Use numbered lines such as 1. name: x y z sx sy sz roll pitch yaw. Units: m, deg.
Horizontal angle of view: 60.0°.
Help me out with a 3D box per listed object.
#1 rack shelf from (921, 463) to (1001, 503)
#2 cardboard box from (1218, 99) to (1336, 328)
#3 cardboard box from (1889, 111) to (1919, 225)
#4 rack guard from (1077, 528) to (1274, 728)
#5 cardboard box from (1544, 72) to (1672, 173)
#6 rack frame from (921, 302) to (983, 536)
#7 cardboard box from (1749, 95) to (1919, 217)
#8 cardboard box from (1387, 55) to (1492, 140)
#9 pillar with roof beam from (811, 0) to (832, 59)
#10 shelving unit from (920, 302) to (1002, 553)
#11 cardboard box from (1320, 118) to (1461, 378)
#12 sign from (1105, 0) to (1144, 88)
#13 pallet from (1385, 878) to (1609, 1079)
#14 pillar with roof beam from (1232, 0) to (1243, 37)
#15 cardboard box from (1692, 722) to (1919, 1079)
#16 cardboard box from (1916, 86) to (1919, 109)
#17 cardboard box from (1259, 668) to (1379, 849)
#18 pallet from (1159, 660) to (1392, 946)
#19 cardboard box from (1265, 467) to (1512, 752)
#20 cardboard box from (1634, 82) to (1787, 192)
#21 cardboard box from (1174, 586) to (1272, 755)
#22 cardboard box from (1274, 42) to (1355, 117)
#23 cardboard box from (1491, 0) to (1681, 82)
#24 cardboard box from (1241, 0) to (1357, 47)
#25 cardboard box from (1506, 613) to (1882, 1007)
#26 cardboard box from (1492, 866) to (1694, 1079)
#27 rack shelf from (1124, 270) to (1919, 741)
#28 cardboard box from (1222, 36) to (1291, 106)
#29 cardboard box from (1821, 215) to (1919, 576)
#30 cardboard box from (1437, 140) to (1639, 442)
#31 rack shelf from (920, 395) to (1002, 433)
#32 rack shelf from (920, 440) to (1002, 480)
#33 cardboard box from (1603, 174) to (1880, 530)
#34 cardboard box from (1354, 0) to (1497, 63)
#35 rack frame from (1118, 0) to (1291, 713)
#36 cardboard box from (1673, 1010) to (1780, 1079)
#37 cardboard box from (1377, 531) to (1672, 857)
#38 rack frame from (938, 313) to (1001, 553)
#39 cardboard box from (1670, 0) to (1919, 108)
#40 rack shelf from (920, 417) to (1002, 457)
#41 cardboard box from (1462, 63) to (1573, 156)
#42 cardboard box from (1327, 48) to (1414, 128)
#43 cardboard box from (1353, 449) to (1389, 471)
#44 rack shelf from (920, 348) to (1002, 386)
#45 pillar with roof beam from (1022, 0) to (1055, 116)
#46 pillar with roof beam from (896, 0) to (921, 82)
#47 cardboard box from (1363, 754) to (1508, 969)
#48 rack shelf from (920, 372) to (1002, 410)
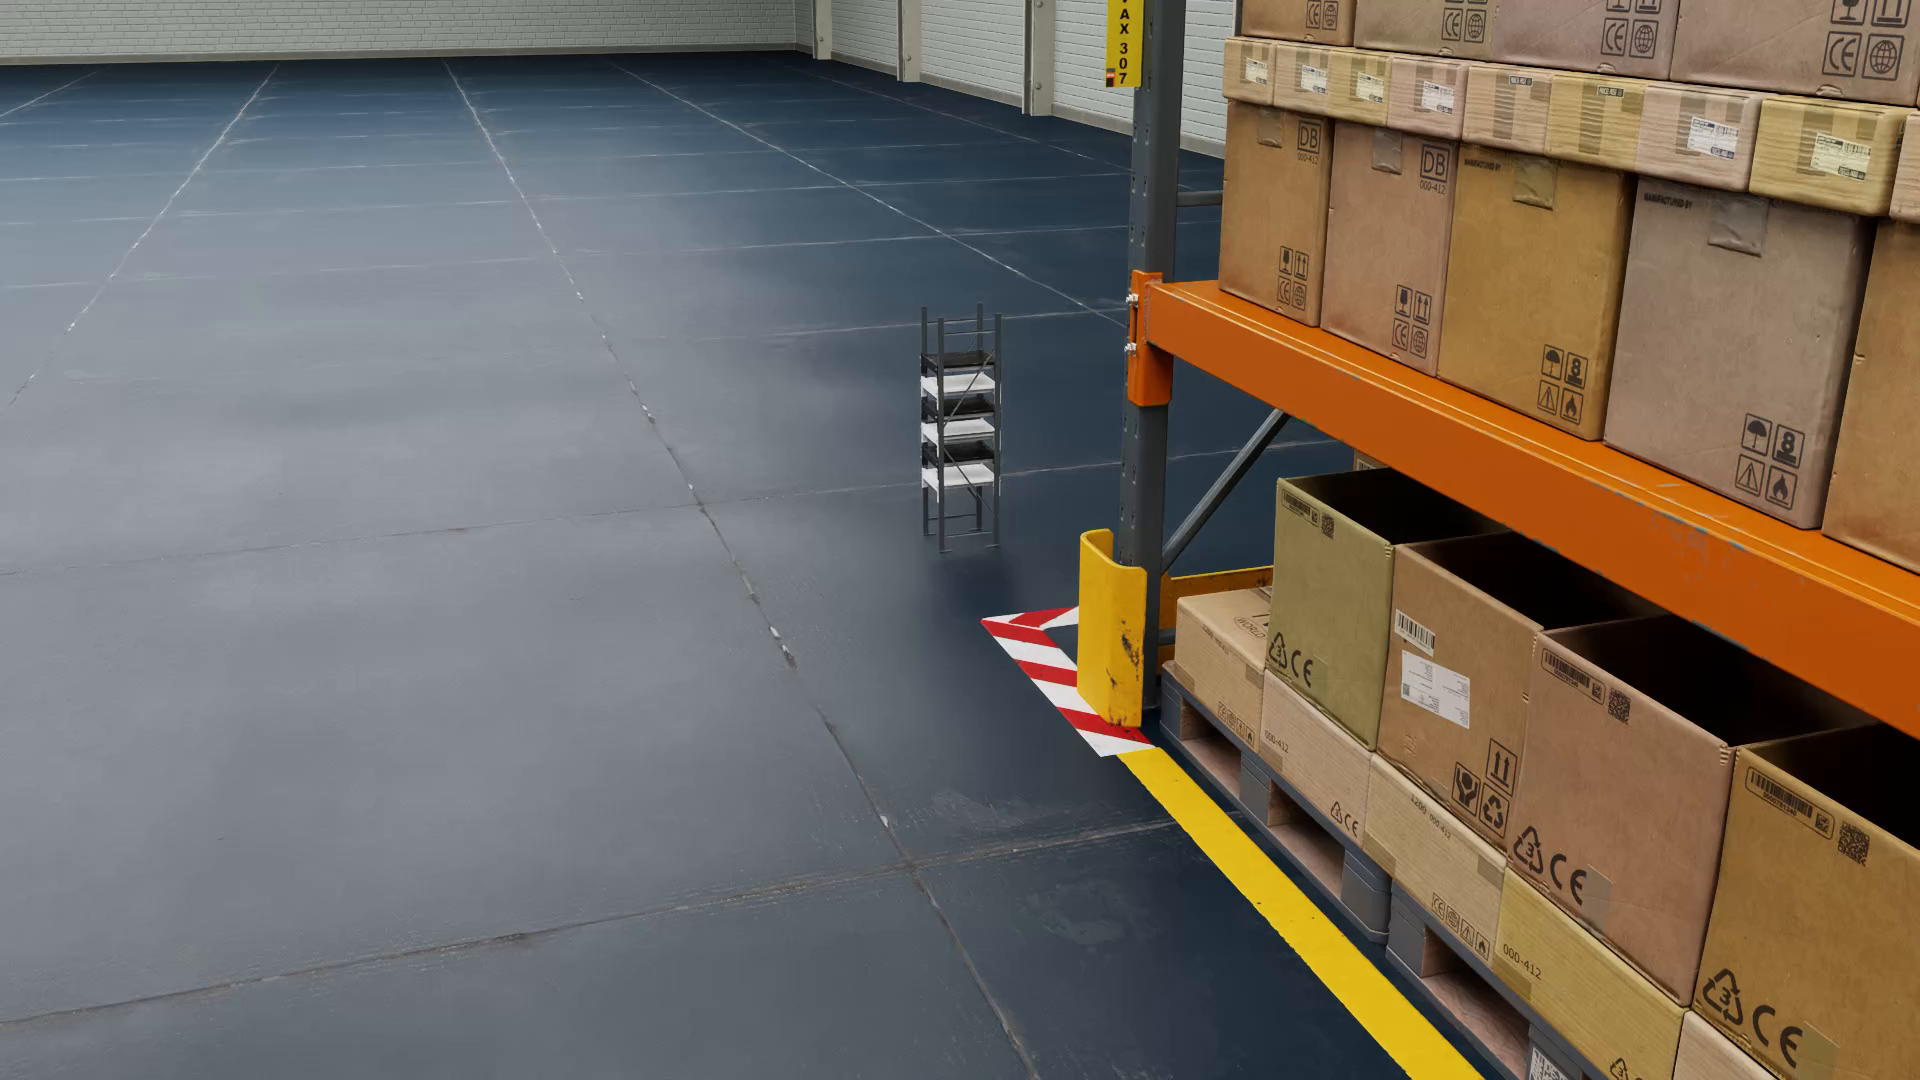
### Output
1. rack shelf: 0.003 -0.220 6.329 0.258 0.077 0.200 -6 21 -17
2. cardboard box: 1.094 -0.859 4.223 0.700 0.500 0.500 -6 21 -17
3. cardboard box: 1.530 -0.504 2.275 0.380 0.149 0.250 -6 21 -16
4. rack guard: 0.952 0.206 5.104 1.175 0.500 0.348 -6 21 -17
5. cardboard box: 1.285 -0.754 2.970 0.380 0.149 0.250 -7 21 -18
6. rack frame: -0.029 -0.454 6.348 0.240 0.900 0.006 -6 21 -17
7. cardboard box: 1.444 -0.589 2.511 0.380 0.149 0.250 -6 21 -15
8. cardboard box: 1.118 -0.921 3.435 0.380 0.149 0.250 -7 21 -18
9. pillar with roof beam: -6.814 -13.351 30.275 9.100 9.000 0.400 -6 21 -17
10. shelving unit: 0.003 -0.421 6.257 0.258 0.900 0.210 -6 21 -17
11. cardboard box: 1.264 -0.691 3.755 0.700 0.500 0.500 -6 21 -16
12. sign: 0.431 -1.351 4.342 0.100 0.325 0.005 -6 21 -17
13. pallet: 1.619 0.981 3.373 1.003 0.211 1.213 -6 21 -17
14. pillar with roof beam: -1.156 -7.575 14.193 9.100 9.000 0.400 -6 21 -17
15. cardboard box: 1.557 0.617 2.599 0.500 0.500 0.500 -6 21 -17
16. cardboard box: 1.754 -0.802 2.144 0.700 0.500 0.500 -6 21 -17
17. cardboard box: 1.078 0.489 4.064 0.500 0.250 0.500 -6 21 -17
18. pallet: 1.240 0.590 4.461 1.003 0.211 1.213 -6 21 -17
19. cardboard box: 1.076 0.136 3.936 0.500 0.500 0.500 -6 21 -17
20. cardboard box: 1.361 -0.673 2.746 0.380 0.149 0.250 -6 21 -17
21. cardboard box: 0.917 0.329 4.509 0.500 0.250 0.500 -6 21 -17
22. cardboard box: 0.964 -1.082 3.885 0.380 0.149 0.250 -7 21 -19
23. cardboard box: 1.440 -1.123 3.038 0.700 0.500 0.500 -6 21 -17
24. cardboard box: 1.111 -1.453 3.956 0.700 0.500 0.500 -6 21 -17
25. cardboard box: 1.386 0.458 3.042 0.500 0.500 0.500 -6 21 -17
26. cardboard box: 1.387 0.811 3.169 0.500 0.250 0.500 -6 21 -17
27. rack shelf: 1.588 0.017 2.995 1.077 0.370 4.000 -6 21 -17
28. cardboard box: 0.878 -1.167 4.120 0.380 0.149 0.250 -7 21 -18
29. cardboard box: 1.745 -0.198 2.383 0.700 0.500 0.500 -6 21 -16
30. cardboard box: 1.414 -0.531 3.310 0.700 0.500 0.500 -6 21 -17
31. rack shelf: 0.003 -0.474 6.238 0.258 0.077 0.200 -6 21 -17
32. rack shelf: 0.003 -0.305 6.299 0.258 0.077 0.200 -6 21 -17
33. cardboard box: 1.583 -0.362 2.840 0.700 0.500 0.500 -6 21 -16
34. cardboard box: 1.281 -1.284 3.488 0.700 0.500 0.500 -7 21 -19
35. rack frame: 0.959 -0.963 4.660 1.000 3.000 0.127 -6 21 -17
36. cardboard box: 1.545 0.971 2.722 0.500 0.250 0.500 -6 21 -17
37. cardboard box: 1.245 0.295 3.494 0.500 0.500 0.500 -6 21 -17
38. rack frame: 0.034 -0.388 6.166 0.240 0.900 0.006 -6 21 -17
39. cardboard box: 1.598 -0.962 2.590 0.700 0.500 0.500 -6 21 -17
40. rack shelf: 0.003 -0.390 6.268 0.258 0.077 0.200 -6 21 -17
41. cardboard box: 1.204 -0.836 3.198 0.380 0.149 0.250 -7 21 -19
42. cardboard box: 1.041 -1.002 3.661 0.380 0.149 0.250 -6 21 -17
43. cardboard box: 1.411 -0.079 4.536 0.500 0.500 0.500 -6 21 -17
44. rack shelf: 0.003 -0.644 6.177 0.258 0.077 0.200 -6 21 -17
45. pillar with roof beam: -3.042 -9.500 19.554 9.100 9.000 0.400 -6 21 -17
46. pillar with roof beam: -4.928 -11.426 24.915 9.100 9.000 0.400 -6 21 -17
47. cardboard box: 1.234 0.650 3.617 0.500 0.250 0.500 -6 21 -17
48. rack shelf: 0.003 -0.559 6.208 0.258 0.077 0.200 -6 21 -17
